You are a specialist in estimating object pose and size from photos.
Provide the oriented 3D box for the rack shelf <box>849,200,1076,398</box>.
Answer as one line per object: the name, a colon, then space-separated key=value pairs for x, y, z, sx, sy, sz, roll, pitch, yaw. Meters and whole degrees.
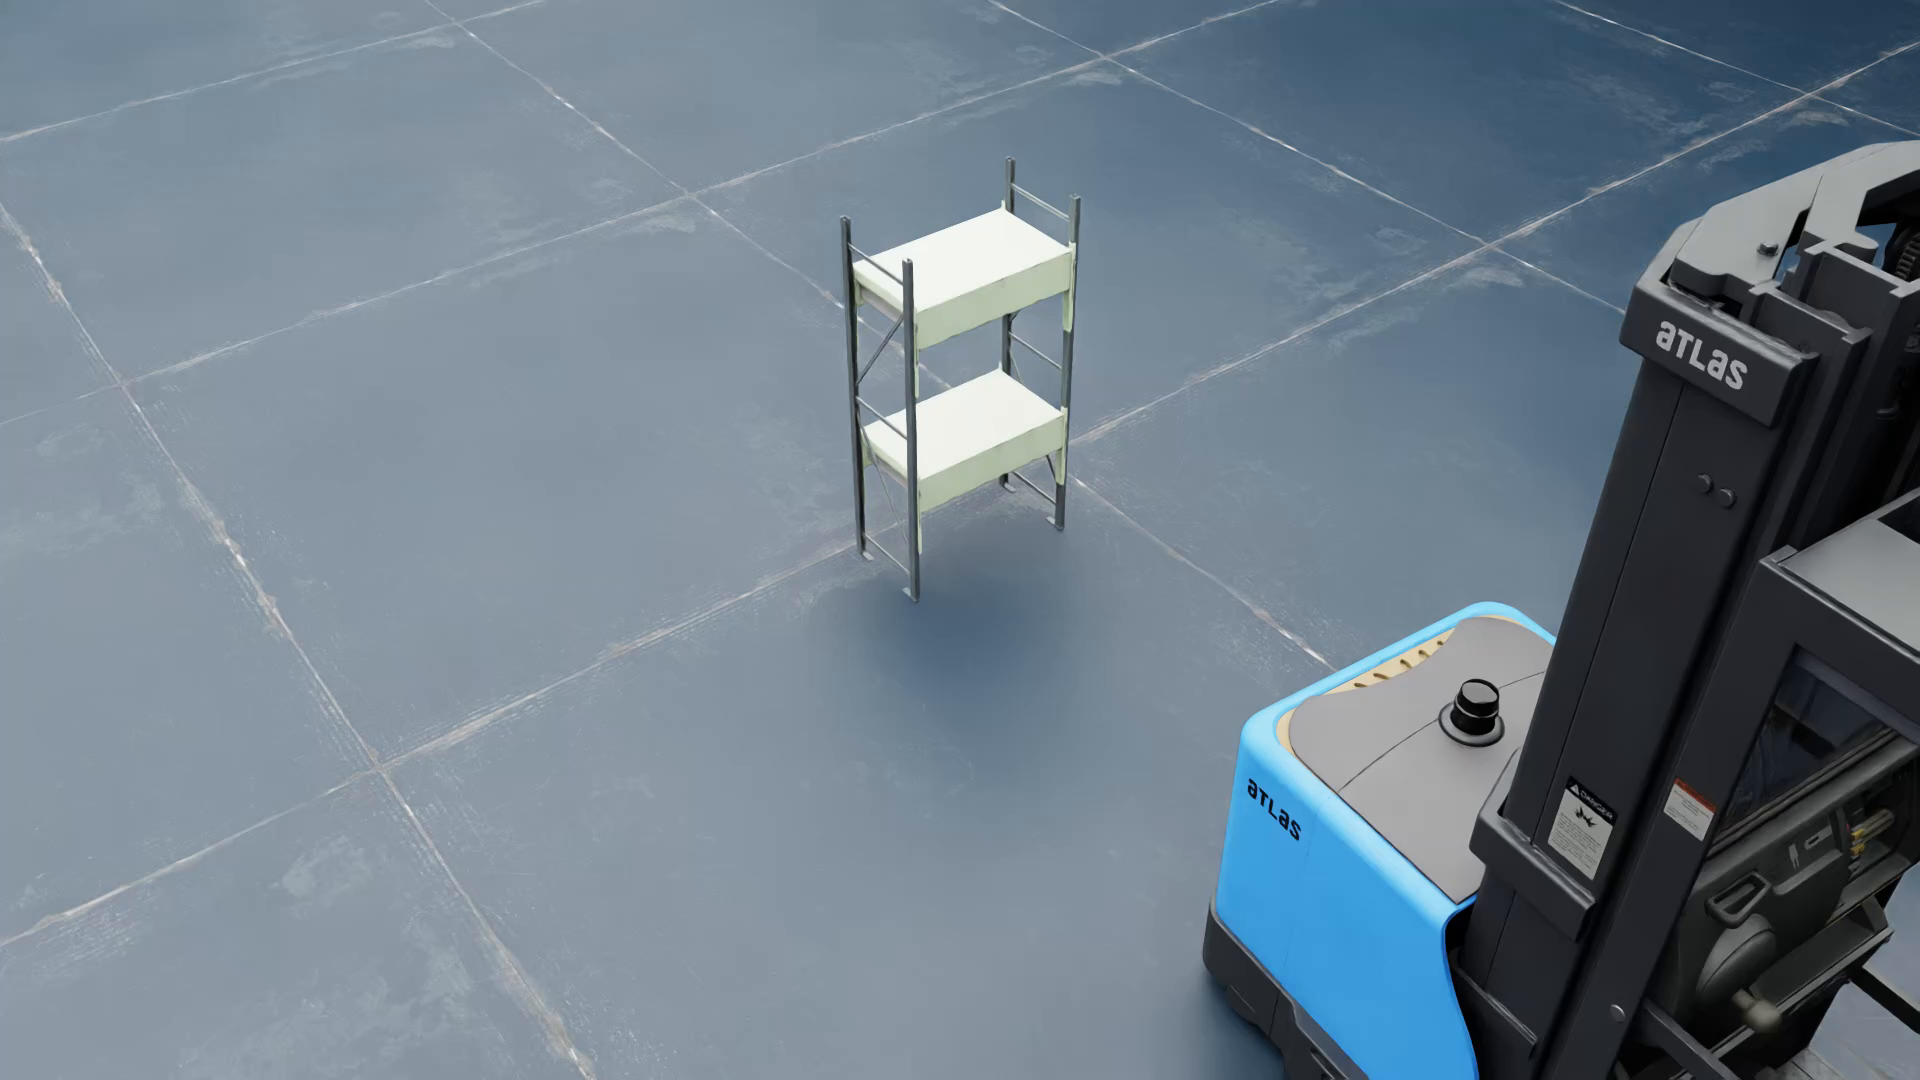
rack shelf: x=0.005 y=-0.884 z=6.030 sx=0.720 sy=0.370 sz=0.431 roll=-26 pitch=46 yaw=-28

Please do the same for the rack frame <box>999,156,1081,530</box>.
rack frame: x=0.295 y=-0.724 z=6.450 sx=0.023 sy=1.500 sz=0.400 roll=-26 pitch=46 yaw=-28

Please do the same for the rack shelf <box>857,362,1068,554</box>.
rack shelf: x=0.005 y=-0.330 z=6.484 sx=0.720 sy=0.370 sz=0.431 roll=-26 pitch=46 yaw=-28

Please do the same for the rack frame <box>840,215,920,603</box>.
rack frame: x=-0.285 y=-0.441 z=6.105 sx=0.023 sy=1.500 sz=0.400 roll=-26 pitch=46 yaw=-28

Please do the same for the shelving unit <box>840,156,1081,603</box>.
shelving unit: x=0.005 y=-0.582 z=6.277 sx=0.755 sy=1.500 sz=0.431 roll=-26 pitch=46 yaw=-28

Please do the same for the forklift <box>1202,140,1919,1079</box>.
forklift: x=1.959 y=0.805 z=3.457 sx=1.130 sy=2.935 sz=3.031 roll=-22 pitch=44 yaw=-25
